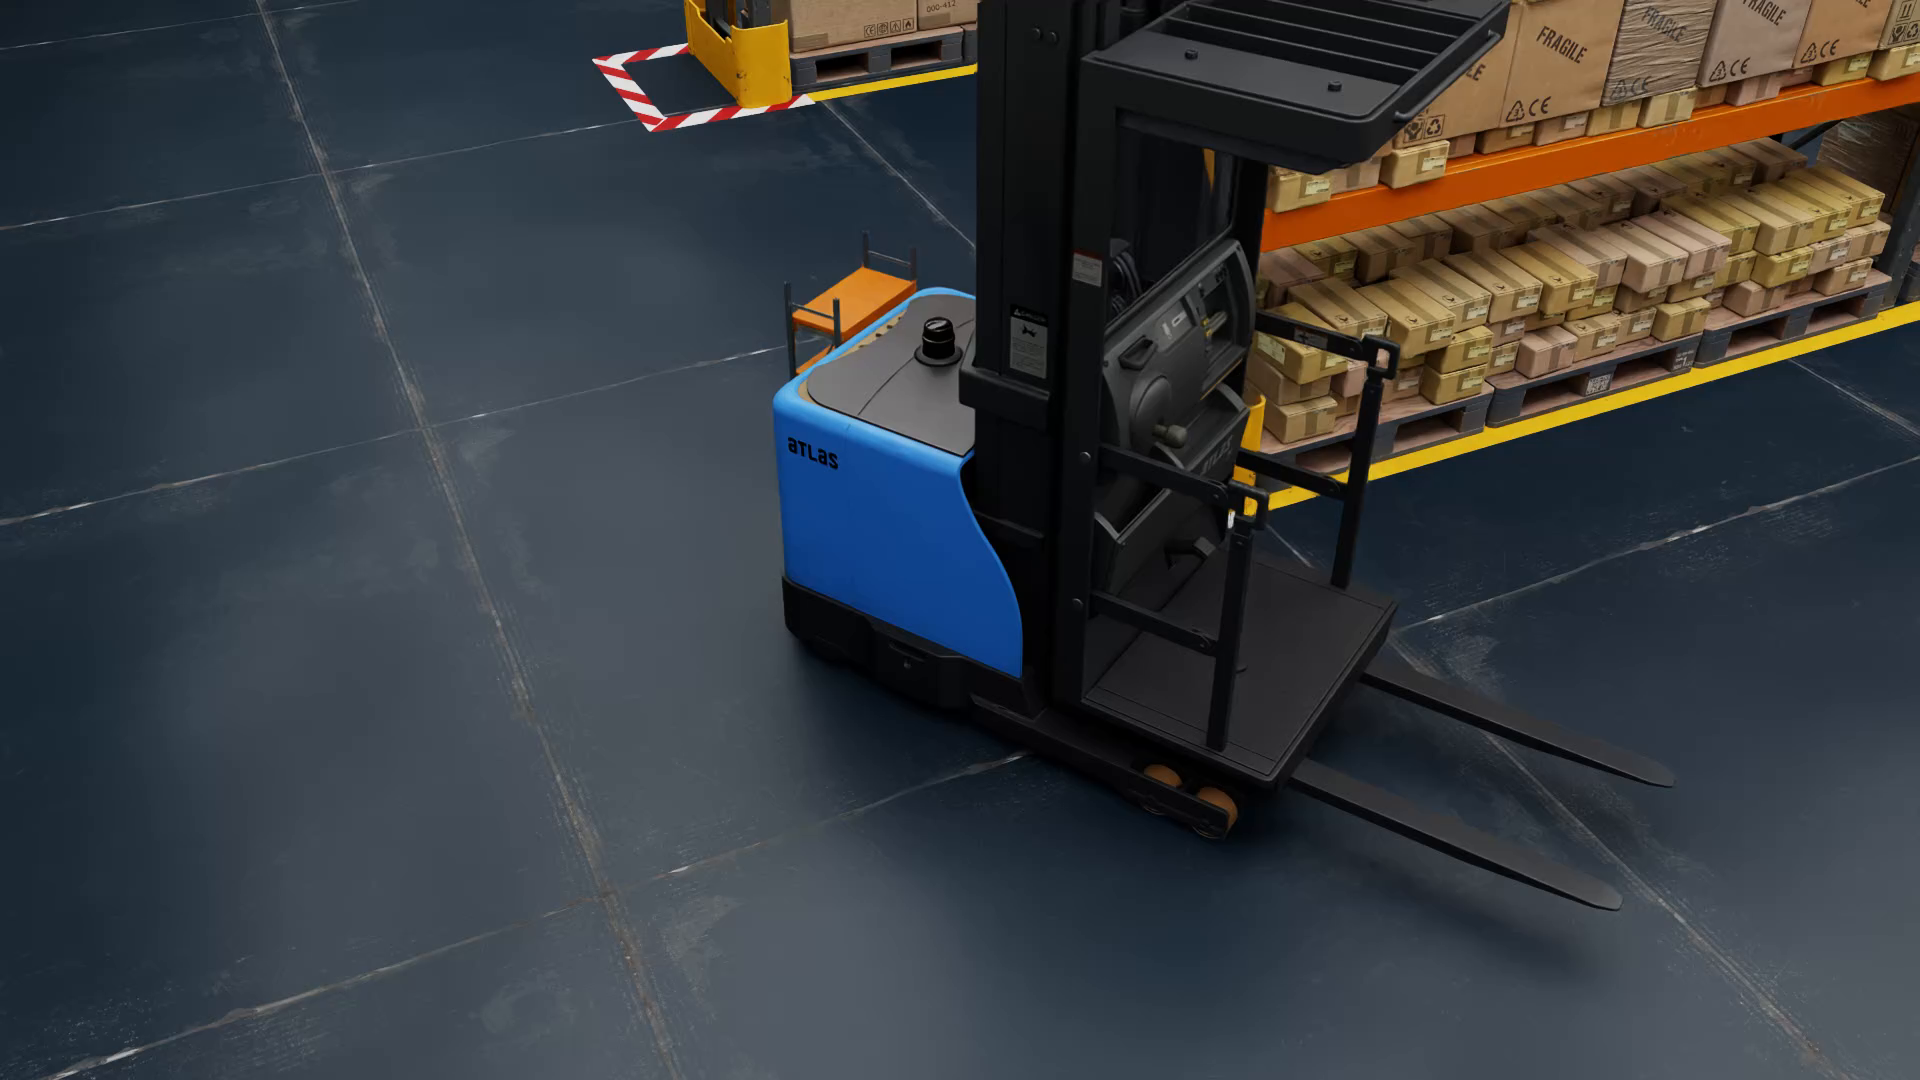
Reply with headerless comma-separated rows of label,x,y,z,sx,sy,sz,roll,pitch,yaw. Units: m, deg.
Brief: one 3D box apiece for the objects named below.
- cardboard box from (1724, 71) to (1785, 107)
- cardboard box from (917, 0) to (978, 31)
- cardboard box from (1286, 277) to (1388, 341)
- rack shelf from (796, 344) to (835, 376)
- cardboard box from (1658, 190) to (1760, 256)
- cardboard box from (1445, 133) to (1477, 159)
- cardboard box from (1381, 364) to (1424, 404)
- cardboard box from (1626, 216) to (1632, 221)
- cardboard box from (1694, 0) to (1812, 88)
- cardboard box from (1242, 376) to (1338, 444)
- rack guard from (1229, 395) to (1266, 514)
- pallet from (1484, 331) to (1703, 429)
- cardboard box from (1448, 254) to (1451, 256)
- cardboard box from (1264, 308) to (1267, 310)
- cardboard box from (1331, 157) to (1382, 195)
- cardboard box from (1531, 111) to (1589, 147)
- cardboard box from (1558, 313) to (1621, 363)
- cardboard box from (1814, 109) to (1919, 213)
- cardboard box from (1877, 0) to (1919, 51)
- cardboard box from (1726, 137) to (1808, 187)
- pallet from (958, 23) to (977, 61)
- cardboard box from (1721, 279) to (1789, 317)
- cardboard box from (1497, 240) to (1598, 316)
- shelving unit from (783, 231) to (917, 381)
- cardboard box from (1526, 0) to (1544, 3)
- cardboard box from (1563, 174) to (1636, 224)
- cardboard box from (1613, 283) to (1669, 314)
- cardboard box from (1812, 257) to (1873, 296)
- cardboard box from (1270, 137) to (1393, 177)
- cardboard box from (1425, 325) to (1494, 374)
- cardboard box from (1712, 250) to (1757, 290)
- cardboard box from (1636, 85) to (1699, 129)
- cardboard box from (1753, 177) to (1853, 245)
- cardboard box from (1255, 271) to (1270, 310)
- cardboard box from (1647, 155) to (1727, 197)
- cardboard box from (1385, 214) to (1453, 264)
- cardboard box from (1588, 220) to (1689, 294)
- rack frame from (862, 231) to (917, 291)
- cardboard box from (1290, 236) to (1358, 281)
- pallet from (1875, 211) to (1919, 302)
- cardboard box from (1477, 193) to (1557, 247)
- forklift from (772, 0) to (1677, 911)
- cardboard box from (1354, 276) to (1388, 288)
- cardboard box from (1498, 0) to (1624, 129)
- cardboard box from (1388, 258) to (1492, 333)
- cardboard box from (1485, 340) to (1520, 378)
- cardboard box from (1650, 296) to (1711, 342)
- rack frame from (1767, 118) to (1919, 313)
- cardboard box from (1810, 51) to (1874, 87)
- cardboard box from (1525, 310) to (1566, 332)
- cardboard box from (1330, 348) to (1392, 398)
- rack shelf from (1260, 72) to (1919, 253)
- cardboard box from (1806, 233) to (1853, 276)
cardboard box,3.306,-2.020,7.166,0.250,0.149,0.380,-17,40,-22
cardboard box,-0.040,-3.844,11.212,0.875,0.438,0.875,-15,39,-19
cardboard box,1.592,-0.950,7.054,0.250,0.149,0.380,-15,39,-19
rack shelf,-0.399,-0.656,6.364,0.258,0.148,0.480,21,41,26
cardboard box,3.480,-1.471,7.757,0.250,0.149,0.380,-14,39,-18
cardboard box,1.863,-1.673,6.698,0.250,0.149,0.380,-14,39,-18
cardboard box,1.809,-0.764,7.302,0.250,0.149,0.380,-15,39,-19
cardboard box,3.290,-1.579,8.152,0.250,0.149,0.380,-18,40,-22
cardboard box,3.157,-2.244,6.924,0.500,0.500,0.500,-16,39,-20
cardboard box,1.385,-0.587,7.063,0.250,0.149,0.380,-15,39,-19
rack guard,0.844,-0.618,7.164,0.348,0.500,1.175,-16,39,-20
pallet,2.697,-0.995,7.915,1.213,0.211,1.003,-16,39,-20
cardboard box,2.305,-1.359,7.855,0.250,0.149,0.380,-14,39,-18
cardboard box,1.391,-1.071,7.466,0.250,0.149,0.380,-17,40,-21
cardboard box,1.421,-1.494,6.457,0.250,0.149,0.380,-14,39,-18
cardboard box,2.354,-1.775,6.837,0.250,0.149,0.380,-16,40,-21
cardboard box,2.780,-0.985,7.601,0.250,0.149,0.380,-16,39,-20
cardboard box,4.959,-2.103,8.814,0.500,0.500,0.500,-16,40,-21
cardboard box,4.078,-2.500,7.269,0.500,0.500,0.500,-16,39,-20
cardboard box,3.996,-1.903,8.338,0.250,0.149,0.380,-14,39,-18
pallet,0.374,-3.678,11.532,1.213,0.211,1.003,-16,39,-20
cardboard box,3.703,-1.234,7.936,0.250,0.149,0.380,-17,40,-21
cardboard box,2.577,-1.159,7.335,0.250,0.149,0.380,-15,39,-19
shelving unit,-0.399,-0.530,6.457,0.258,1.200,0.503,21,41,26
cardboard box,2.229,-2.385,6.275,0.500,0.500,0.500,-17,40,-21
cardboard box,3.022,-1.676,8.032,0.250,0.149,0.380,-15,39,-19
cardboard box,3.029,-1.212,7.657,0.250,0.149,0.380,-17,40,-22
cardboard box,4.186,-1.356,8.101,0.250,0.149,0.380,-15,39,-19
cardboard box,1.299,-1.727,6.227,0.500,0.500,0.500,-14,39,-18
cardboard box,2.093,-0.895,7.230,0.250,0.149,0.380,-14,39,-19
cardboard box,3.503,-1.344,7.835,0.250,0.149,0.380,-15,39,-20
cardboard box,2.852,-1.881,6.980,0.250,0.149,0.380,-15,39,-19
cardboard box,3.970,-1.562,7.879,0.250,0.149,0.380,-15,39,-19
cardboard box,1.147,-1.136,7.305,0.250,0.149,0.380,-15,39,-19
cardboard box,3.514,-1.774,8.165,0.250,0.149,0.380,-16,40,-21
cardboard box,2.060,-1.432,7.704,0.250,0.149,0.380,-14,39,-18
cardboard box,3.035,-1.278,7.496,0.250,0.149,0.380,-17,40,-22
rack frame,-0.267,-0.652,6.622,0.240,1.200,0.015,21,41,26
cardboard box,1.579,-1.303,7.530,0.250,0.149,0.380,-16,40,-21
pallet,5.100,-1.693,8.856,1.213,0.211,1.003,-16,39,-20
cardboard box,2.571,-1.521,7.824,0.250,0.149,0.380,-15,39,-20
forklift,0.859,-0.566,5.053,3.031,2.935,1.130,21,42,26
cardboard box,1.888,-1.179,7.612,0.250,0.149,0.380,-16,39,-20
cardboard box,2.221,-1.994,6.586,0.500,0.500,0.500,-15,39,-19
cardboard box,2.064,-1.052,7.191,0.250,0.149,0.380,-18,40,-22
cardboard box,2.278,-0.885,7.466,0.250,0.149,0.380,-16,39,-20
cardboard box,3.249,-1.094,7.748,0.250,0.149,0.380,-16,39,-20
rack frame,4.396,-2.615,7.758,0.127,3.000,1.000,-16,39,-20
cardboard box,3.783,-2.157,7.351,0.250,0.149,0.380,-14,39,-18
cardboard box,2.520,-1.105,7.512,0.250,0.149,0.380,-14,39,-18
cardboard box,1.630,-0.779,7.073,0.250,0.149,0.380,-16,39,-20
rack shelf,2.586,-1.820,7.290,4.000,0.370,1.077,-16,39,-20
cardboard box,4.006,-1.432,7.954,0.250,0.149,0.380,-18,40,-22
